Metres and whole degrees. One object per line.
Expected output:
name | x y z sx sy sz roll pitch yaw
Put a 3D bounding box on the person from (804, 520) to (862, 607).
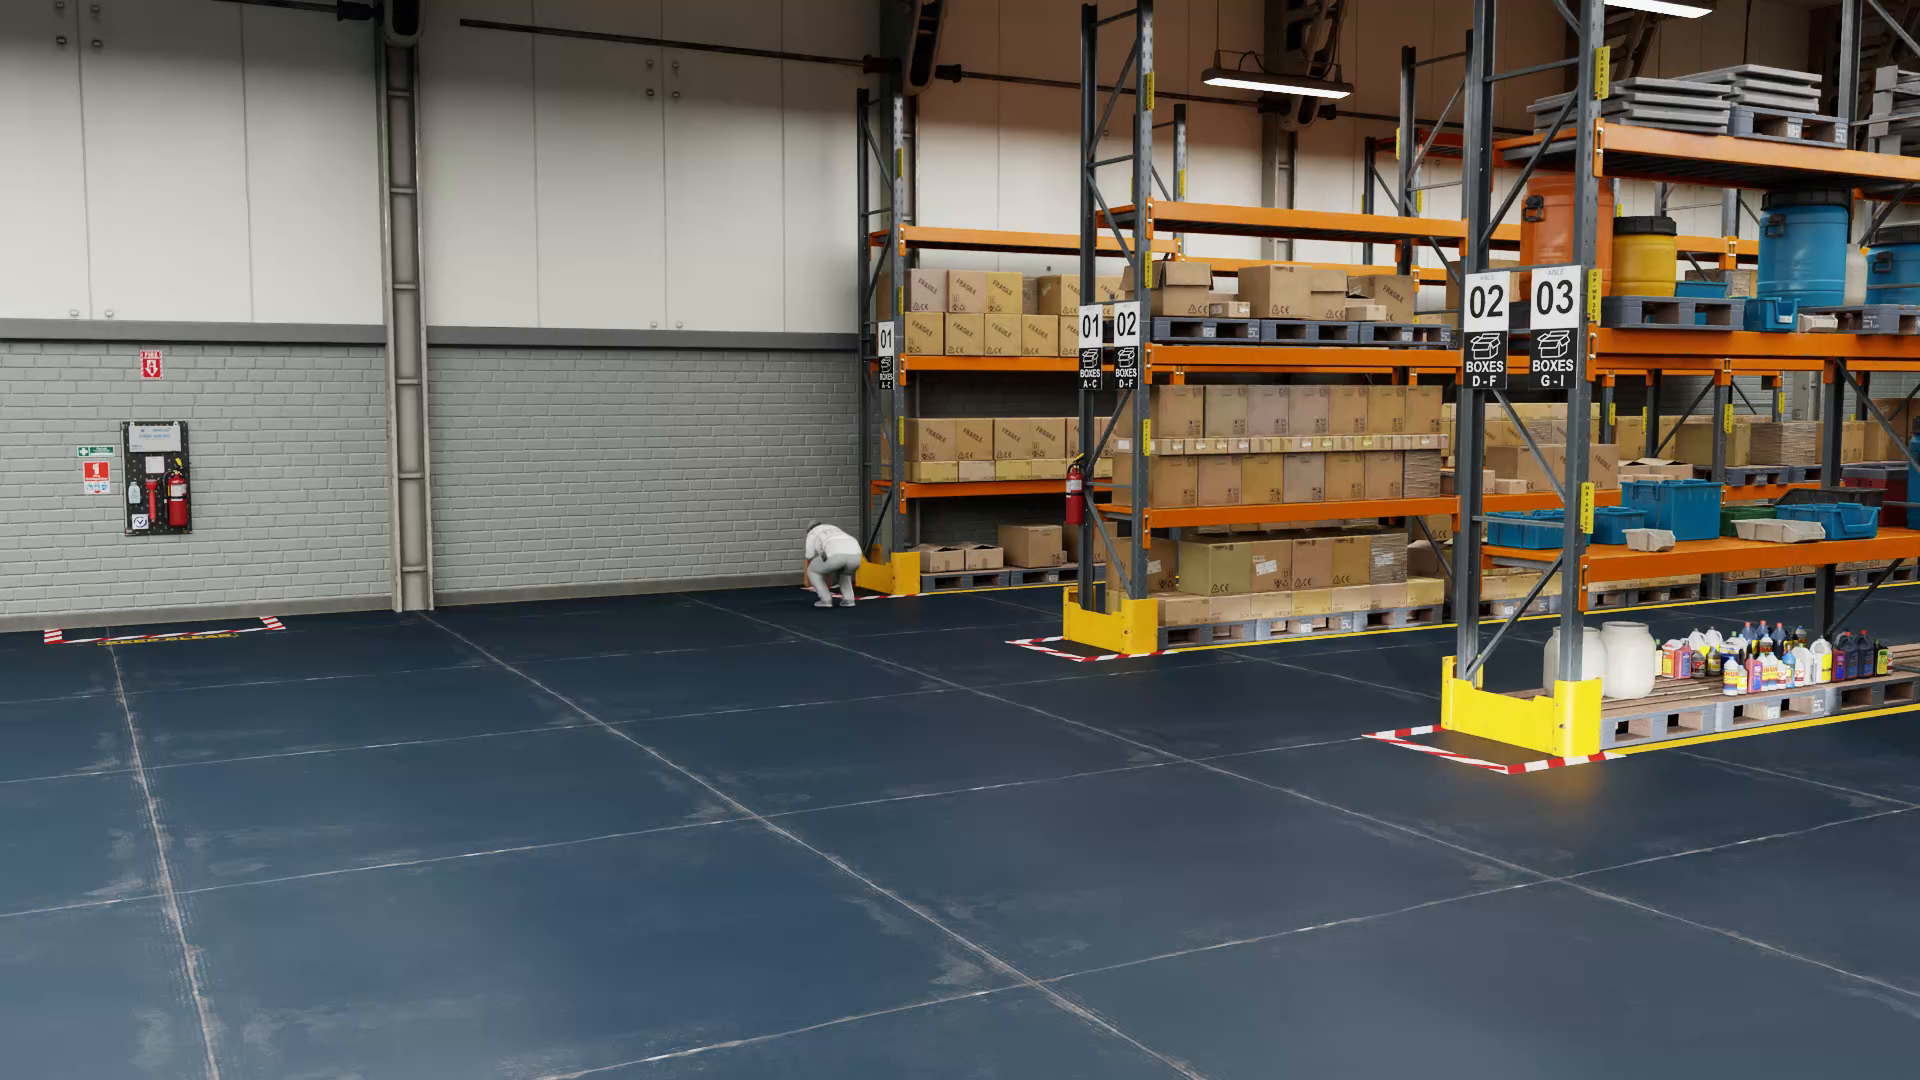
person | -1.444 0.272 18.563 0.503 0.941 0.901 -3 6 -31
